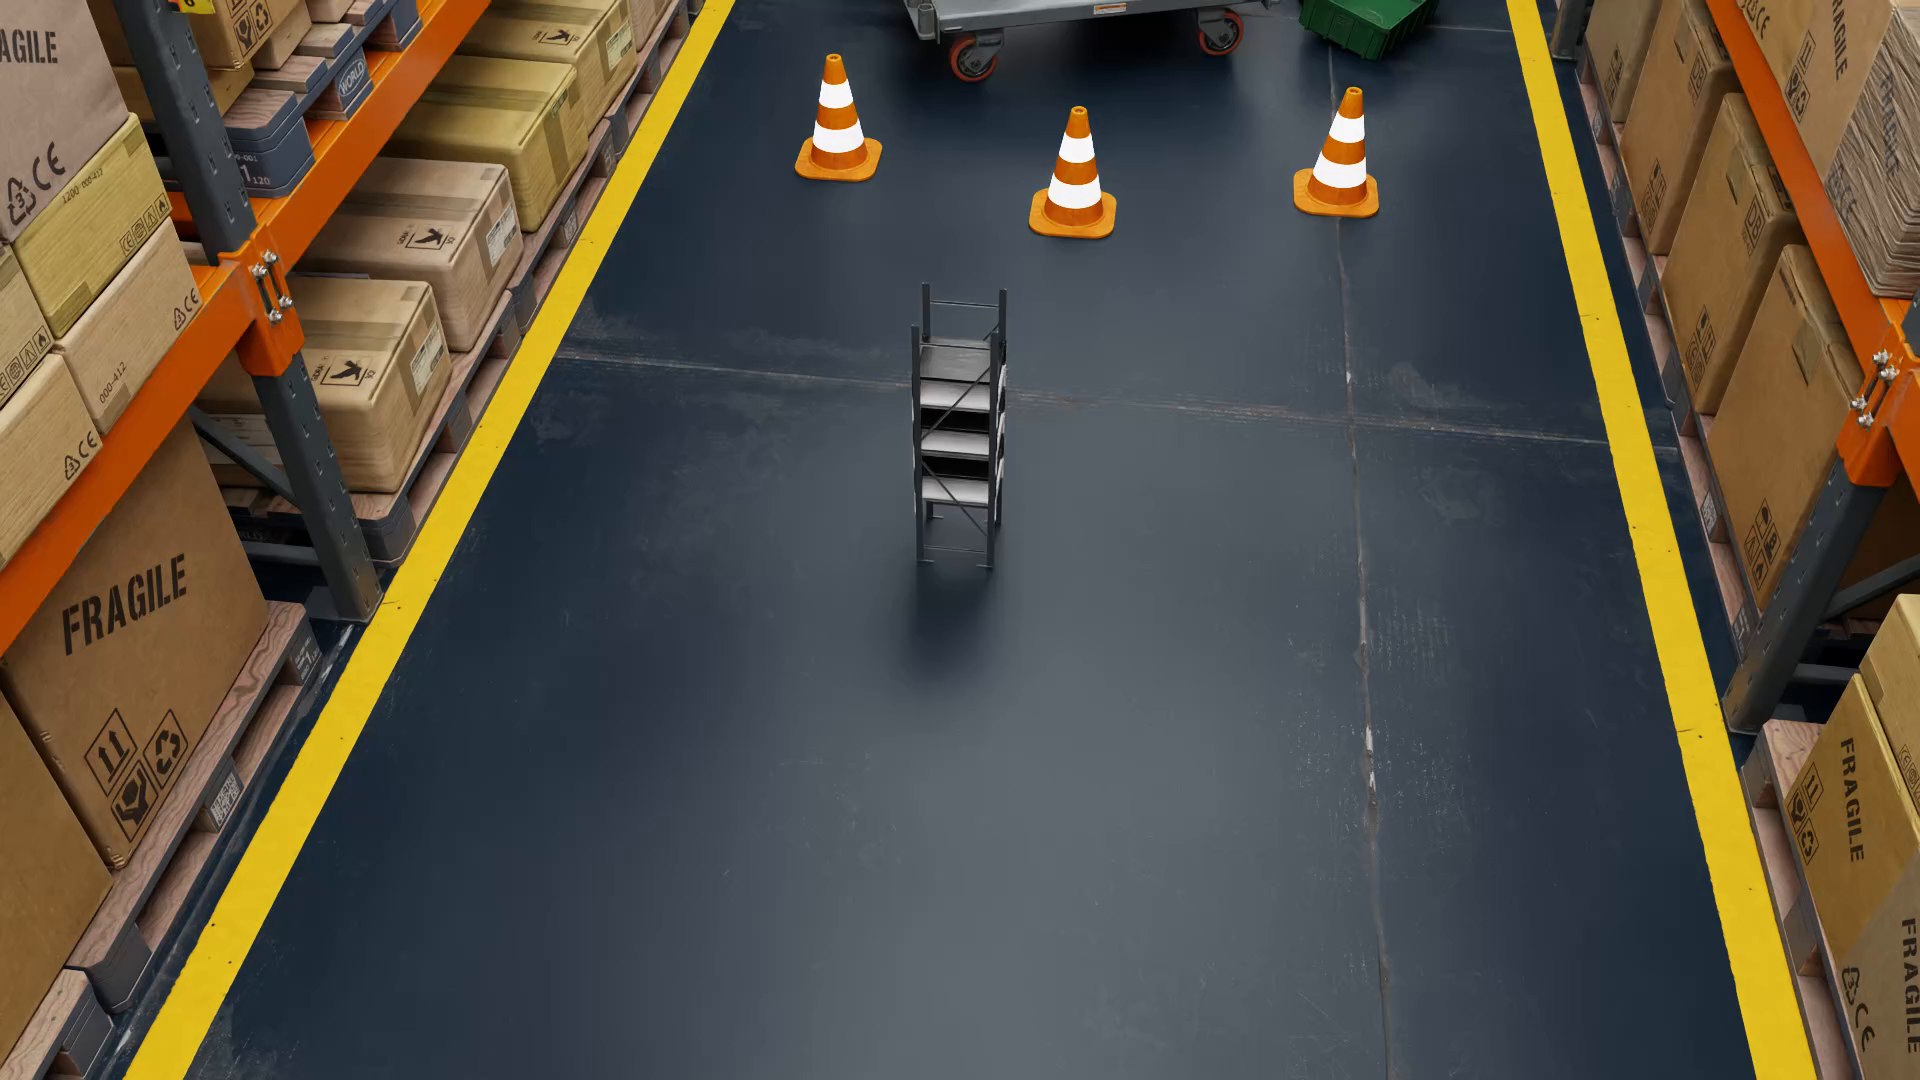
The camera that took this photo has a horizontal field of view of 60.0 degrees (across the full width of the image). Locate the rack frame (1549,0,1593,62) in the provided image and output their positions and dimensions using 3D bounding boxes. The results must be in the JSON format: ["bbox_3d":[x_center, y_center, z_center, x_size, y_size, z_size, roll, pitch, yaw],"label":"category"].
[{"bbox_3d":[3.192,-3.265,6.516,1.000,3.000,0.127,5,44,6],"label":"rack frame"}]

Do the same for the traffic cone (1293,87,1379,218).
[{"bbox_3d":[1.518,-1.567,6.568,0.336,0.463,0.334,5,44,6],"label":"traffic cone"}]

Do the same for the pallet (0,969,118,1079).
[{"bbox_3d":[-2.599,1.452,3.563,1.003,0.211,1.213,5,44,6],"label":"pallet"}]

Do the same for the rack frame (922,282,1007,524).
[{"bbox_3d":[0.012,-0.391,5.008,0.240,0.900,0.006,5,44,6],"label":"rack frame"}]

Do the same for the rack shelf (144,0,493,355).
[{"bbox_3d":[-1.992,-2.022,5.727,1.077,0.370,4.000,5,44,6],"label":"rack shelf"}]

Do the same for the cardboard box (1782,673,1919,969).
[{"bbox_3d":[2.317,0.675,3.868,0.500,0.500,0.500,4,44,4],"label":"cardboard box"}]

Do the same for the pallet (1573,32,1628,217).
[{"bbox_3d":[3.165,-1.720,6.913,1.003,0.211,1.213,5,44,6],"label":"pallet"}]

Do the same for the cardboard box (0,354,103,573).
[{"bbox_3d":[-2.118,-0.148,3.333,0.500,0.250,0.500,6,44,6],"label":"cardboard box"}]

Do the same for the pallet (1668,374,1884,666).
[{"bbox_3d":[2.842,-0.057,5.156,1.003,0.211,1.213,5,44,6],"label":"pallet"}]

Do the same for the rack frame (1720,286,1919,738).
[{"bbox_3d":[2.663,-0.539,3.637,1.000,3.000,0.127,5,44,6],"label":"rack frame"}]

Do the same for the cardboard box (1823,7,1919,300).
[{"bbox_3d":[2.457,-0.906,3.953,0.500,0.500,0.500,5,44,6],"label":"cardboard box"}]

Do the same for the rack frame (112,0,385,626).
[{"bbox_3d":[-2.256,-0.920,4.040,1.000,3.000,0.127,5,44,6],"label":"rack frame"}]

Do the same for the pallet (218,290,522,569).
[{"bbox_3d":[-2.152,-0.440,5.561,1.003,0.211,1.213,5,44,6],"label":"pallet"}]

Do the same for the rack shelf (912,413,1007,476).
[{"bbox_3d":[-0.001,-0.297,4.958,0.258,0.077,0.200,5,44,6],"label":"rack shelf"}]

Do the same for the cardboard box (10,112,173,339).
[{"bbox_3d":[-2.069,-0.694,3.546,0.500,0.250,0.500,5,44,5],"label":"cardboard box"}]

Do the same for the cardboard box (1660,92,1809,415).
[{"bbox_3d":[2.945,-0.877,5.326,1.050,0.750,0.750,6,44,6],"label":"cardboard box"}]

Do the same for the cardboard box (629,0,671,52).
[{"bbox_3d":[-1.795,-2.487,7.300,0.950,0.372,0.625,6,44,6],"label":"cardboard box"}]

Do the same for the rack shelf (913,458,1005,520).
[{"bbox_3d":[-0.001,-0.166,5.081,0.258,0.077,0.200,5,44,6],"label":"rack shelf"}]

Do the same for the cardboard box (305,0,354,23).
[{"bbox_3d":[-1.877,-1.558,4.591,0.380,0.149,0.250,3,44,3],"label":"cardboard box"}]

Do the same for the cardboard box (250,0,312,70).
[{"bbox_3d":[-1.959,-1.375,4.398,0.380,0.149,0.250,3,44,3],"label":"cardboard box"}]

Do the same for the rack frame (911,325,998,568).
[{"bbox_3d":[-0.015,-0.252,4.862,0.240,0.900,0.006,5,44,6],"label":"rack frame"}]

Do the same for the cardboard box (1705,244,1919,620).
[{"bbox_3d":[2.833,-0.281,4.696,1.050,0.750,0.750,5,44,5],"label":"cardboard box"}]

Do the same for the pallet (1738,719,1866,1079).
[{"bbox_3d":[2.559,1.006,4.034,1.003,0.211,1.213,5,44,6],"label":"pallet"}]

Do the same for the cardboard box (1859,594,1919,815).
[{"bbox_3d":[2.332,0.392,3.622,0.500,0.250,0.500,3,44,4],"label":"cardboard box"}]

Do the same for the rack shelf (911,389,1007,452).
[{"bbox_3d":[-0.001,-0.362,4.896,0.258,0.077,0.200,5,44,6],"label":"rack shelf"}]

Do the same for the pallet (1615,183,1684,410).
[{"bbox_3d":[3.006,-0.886,6.032,1.003,0.211,1.213,5,44,6],"label":"pallet"}]

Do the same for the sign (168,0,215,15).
[{"bbox_3d":[-1.706,-1.292,3.591,0.100,0.325,0.005,5,44,6],"label":"sign"}]

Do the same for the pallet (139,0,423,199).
[{"bbox_3d":[-2.268,-1.346,4.629,1.213,0.211,1.003,5,44,6],"label":"pallet"}]

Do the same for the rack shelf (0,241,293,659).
[{"bbox_3d":[-2.521,0.704,2.848,1.077,0.370,4.000,5,44,6],"label":"rack shelf"}]

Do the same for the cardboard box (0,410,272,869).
[{"bbox_3d":[-2.430,0.162,4.137,0.875,0.875,0.875,5,44,5],"label":"cardboard box"}]

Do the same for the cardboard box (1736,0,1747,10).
[{"bbox_3d":[2.654,-1.937,5.041,0.500,0.500,0.500,6,44,6],"label":"cardboard box"}]

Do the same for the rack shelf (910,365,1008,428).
[{"bbox_3d":[-0.001,-0.428,4.834,0.258,0.077,0.200,5,44,6],"label":"rack shelf"}]

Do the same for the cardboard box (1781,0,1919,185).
[{"bbox_3d":[2.524,-1.246,4.312,0.500,0.500,0.500,5,44,6],"label":"cardboard box"}]

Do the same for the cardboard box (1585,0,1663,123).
[{"bbox_3d":[3.199,-2.169,6.690,1.050,0.750,0.750,5,44,5],"label":"cardboard box"}]

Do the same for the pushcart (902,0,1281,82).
[{"bbox_3d":[0.539,-2.521,7.638,1.648,0.377,0.936,-9,44,-9],"label":"pushcart"}]

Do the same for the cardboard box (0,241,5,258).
[{"bbox_3d":[-2.125,-0.593,2.894,0.500,0.500,0.500,6,44,6],"label":"cardboard box"}]

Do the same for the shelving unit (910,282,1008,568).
[{"bbox_3d":[-0.001,-0.321,4.935,0.258,0.900,0.210,5,44,6],"label":"shelving unit"}]

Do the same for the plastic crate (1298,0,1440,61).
[{"bbox_3d":[1.917,-2.502,7.714,0.450,0.188,0.662,35,53,18],"label":"plastic crate"}]

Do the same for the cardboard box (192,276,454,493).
[{"bbox_3d":[-2.172,-0.502,5.205,0.950,0.372,0.625,3,43,3],"label":"cardboard box"}]

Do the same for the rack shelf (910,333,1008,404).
[{"bbox_3d":[-0.001,-0.493,4.772,0.258,0.077,0.200,5,44,6],"label":"rack shelf"}]

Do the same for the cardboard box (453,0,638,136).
[{"bbox_3d":[-1.886,-1.996,6.782,0.950,0.372,0.625,8,44,8],"label":"cardboard box"}]

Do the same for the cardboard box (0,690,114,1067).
[{"bbox_3d":[-2.552,0.770,3.495,0.875,0.875,0.875,6,44,6],"label":"cardboard box"}]

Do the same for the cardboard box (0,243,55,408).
[{"bbox_3d":[-2.133,-0.344,3.177,0.500,0.250,0.500,4,44,4],"label":"cardboard box"}]

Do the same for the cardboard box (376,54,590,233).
[{"bbox_3d":[-1.976,-1.522,6.282,0.950,0.372,0.625,7,44,7],"label":"cardboard box"}]

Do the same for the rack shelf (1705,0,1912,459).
[{"bbox_3d":[2.928,-1.641,5.324,1.077,0.370,4.000,5,44,6],"label":"rack shelf"}]

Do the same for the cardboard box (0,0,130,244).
[{"bbox_3d":[-2.066,-0.943,3.264,0.500,0.500,0.500,4,44,4],"label":"cardboard box"}]

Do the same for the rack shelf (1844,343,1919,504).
[{"bbox_3d":[2.399,1.085,2.445,1.077,0.370,4.000,5,44,6],"label":"rack shelf"}]

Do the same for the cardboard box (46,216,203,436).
[{"bbox_3d":[-2.066,-0.497,3.702,0.500,0.250,0.500,4,44,4],"label":"cardboard box"}]

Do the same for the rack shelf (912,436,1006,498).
[{"bbox_3d":[-0.001,-0.232,5.020,0.258,0.077,0.200,5,44,6],"label":"rack shelf"}]

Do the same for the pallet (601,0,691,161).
[{"bbox_3d":[-1.829,-2.103,7.317,1.003,0.211,1.213,5,44,6],"label":"pallet"}]

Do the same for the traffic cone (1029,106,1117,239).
[{"bbox_3d":[0.449,-1.464,6.459,0.336,0.463,0.334,5,44,6],"label":"traffic cone"}]

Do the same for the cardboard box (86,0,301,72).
[{"bbox_3d":[-1.968,-1.502,4.060,0.500,0.500,0.500,4,44,4],"label":"cardboard box"}]

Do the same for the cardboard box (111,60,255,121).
[{"bbox_3d":[-2.029,-1.186,4.198,0.380,0.149,0.250,3,44,3],"label":"cardboard box"}]
